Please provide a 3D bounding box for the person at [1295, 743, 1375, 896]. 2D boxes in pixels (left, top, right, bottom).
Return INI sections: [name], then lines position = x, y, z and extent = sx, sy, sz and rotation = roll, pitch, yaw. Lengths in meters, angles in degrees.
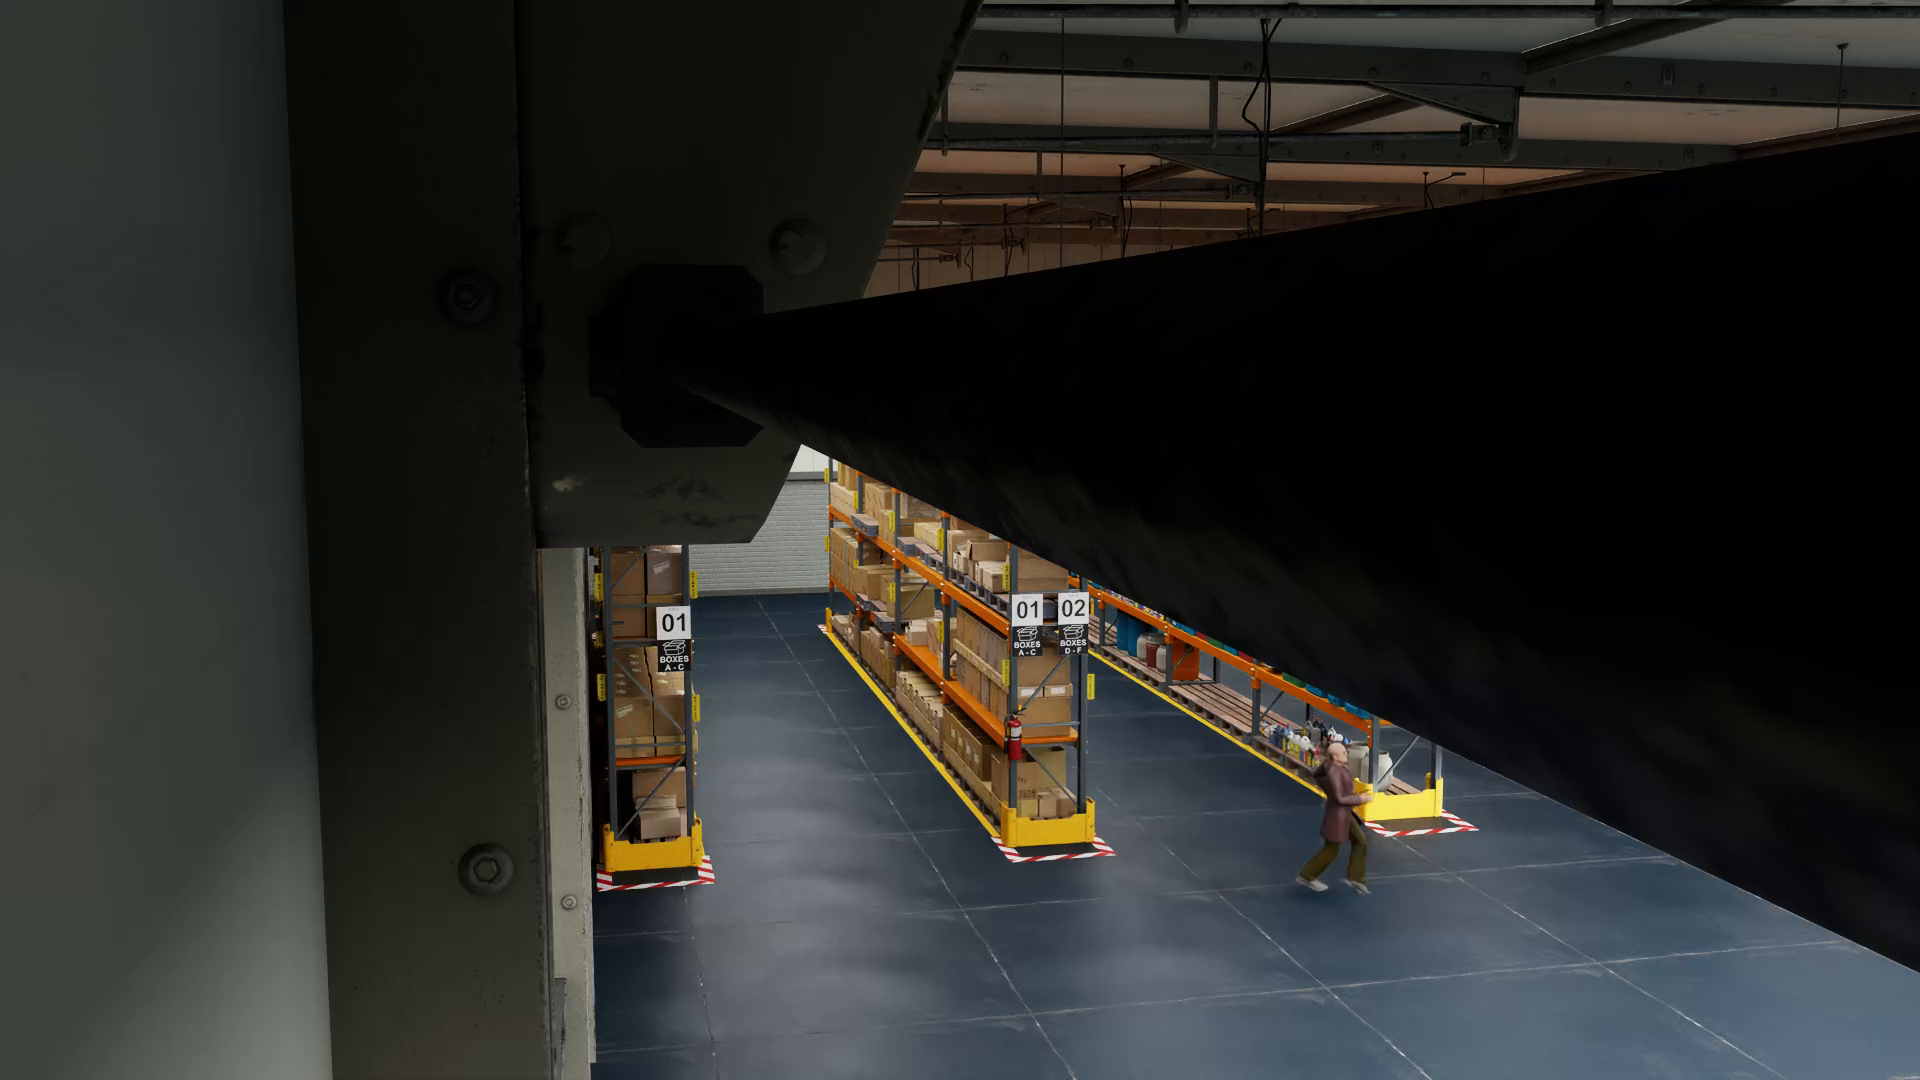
[person]
position = 4.314, 3.213, 19.093
extent = 0.865, 1.826, 0.719
rotation = 2, 7, 17
